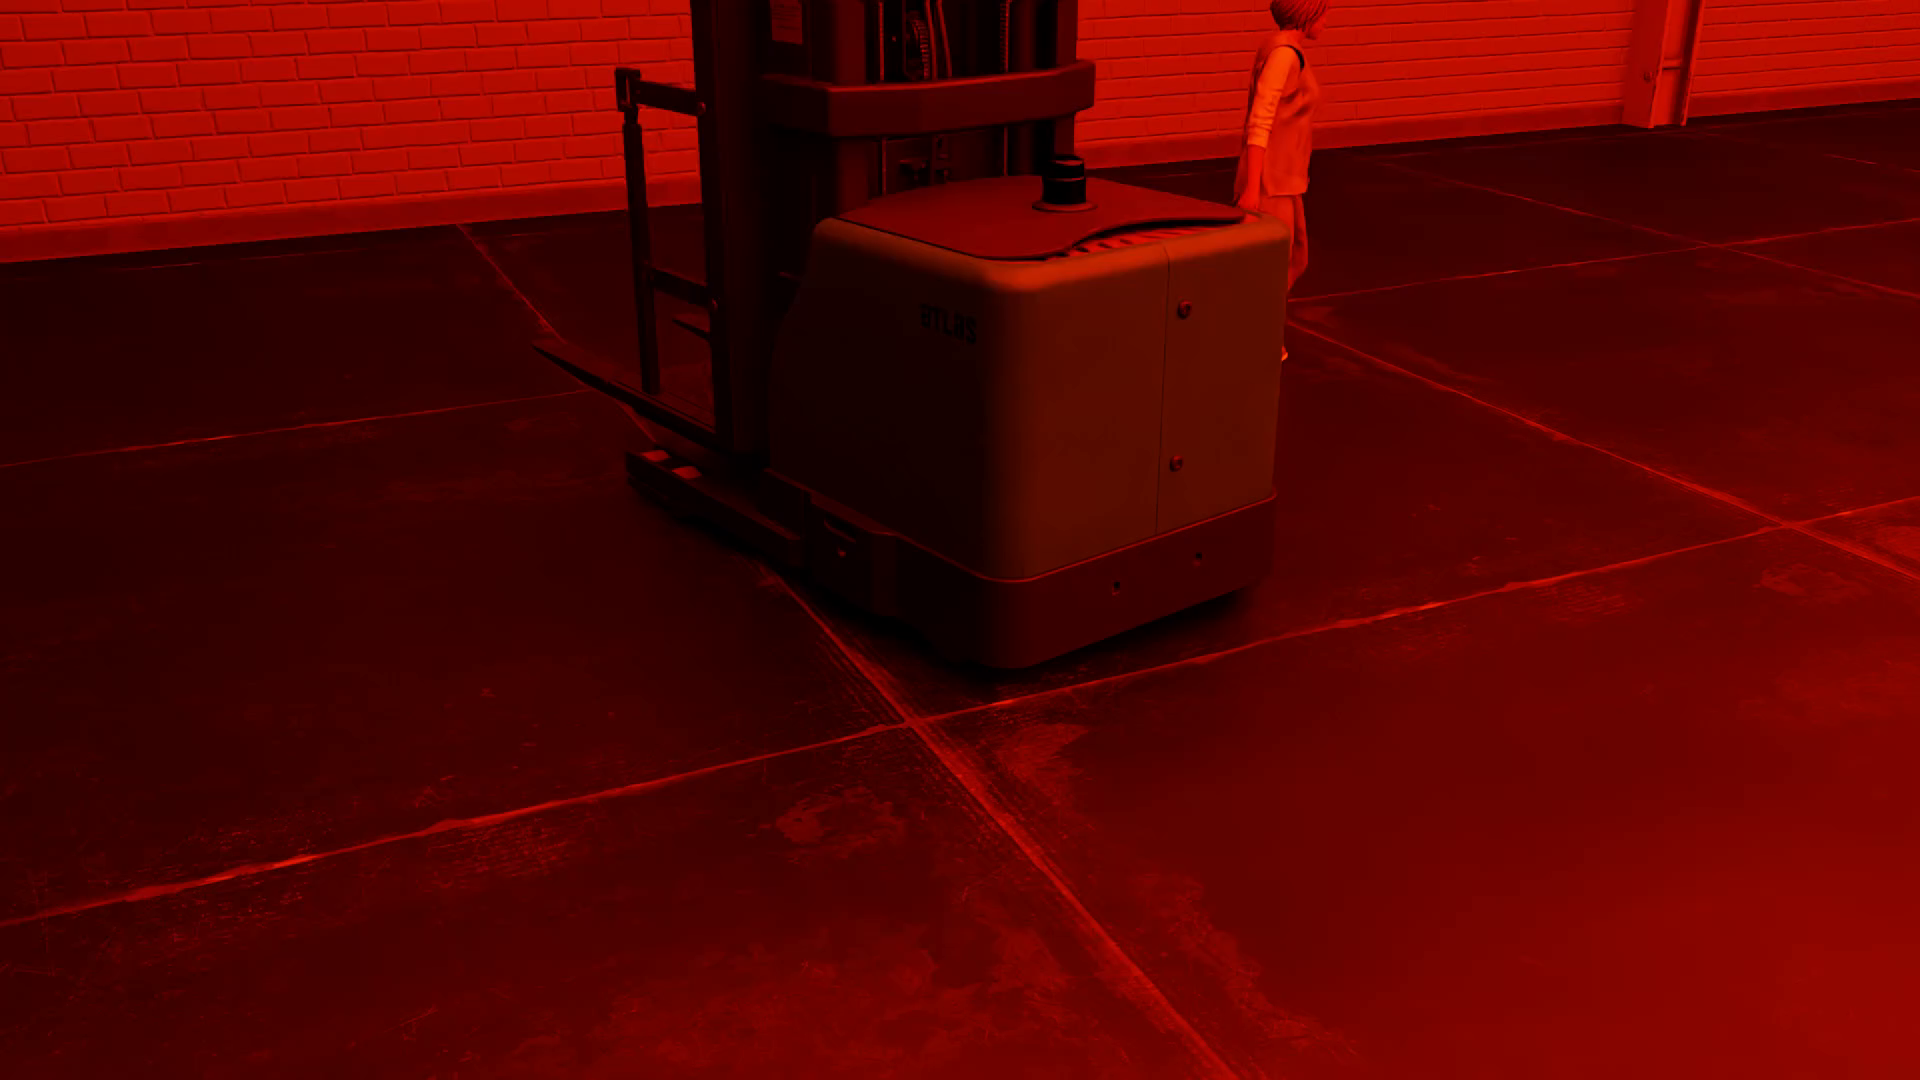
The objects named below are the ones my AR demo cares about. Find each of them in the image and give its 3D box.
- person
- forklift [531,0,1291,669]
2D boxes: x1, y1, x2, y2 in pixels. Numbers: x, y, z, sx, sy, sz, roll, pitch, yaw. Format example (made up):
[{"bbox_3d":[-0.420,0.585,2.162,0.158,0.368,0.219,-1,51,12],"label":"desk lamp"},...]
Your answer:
[{"bbox_3d":[1.144,-1.327,6.337,0.412,1.569,0.732,5,23,13],"label":"person"},{"bbox_3d":[-0.430,-1.528,4.963,1.130,2.935,3.031,-17,28,-35],"label":"forklift"}]
